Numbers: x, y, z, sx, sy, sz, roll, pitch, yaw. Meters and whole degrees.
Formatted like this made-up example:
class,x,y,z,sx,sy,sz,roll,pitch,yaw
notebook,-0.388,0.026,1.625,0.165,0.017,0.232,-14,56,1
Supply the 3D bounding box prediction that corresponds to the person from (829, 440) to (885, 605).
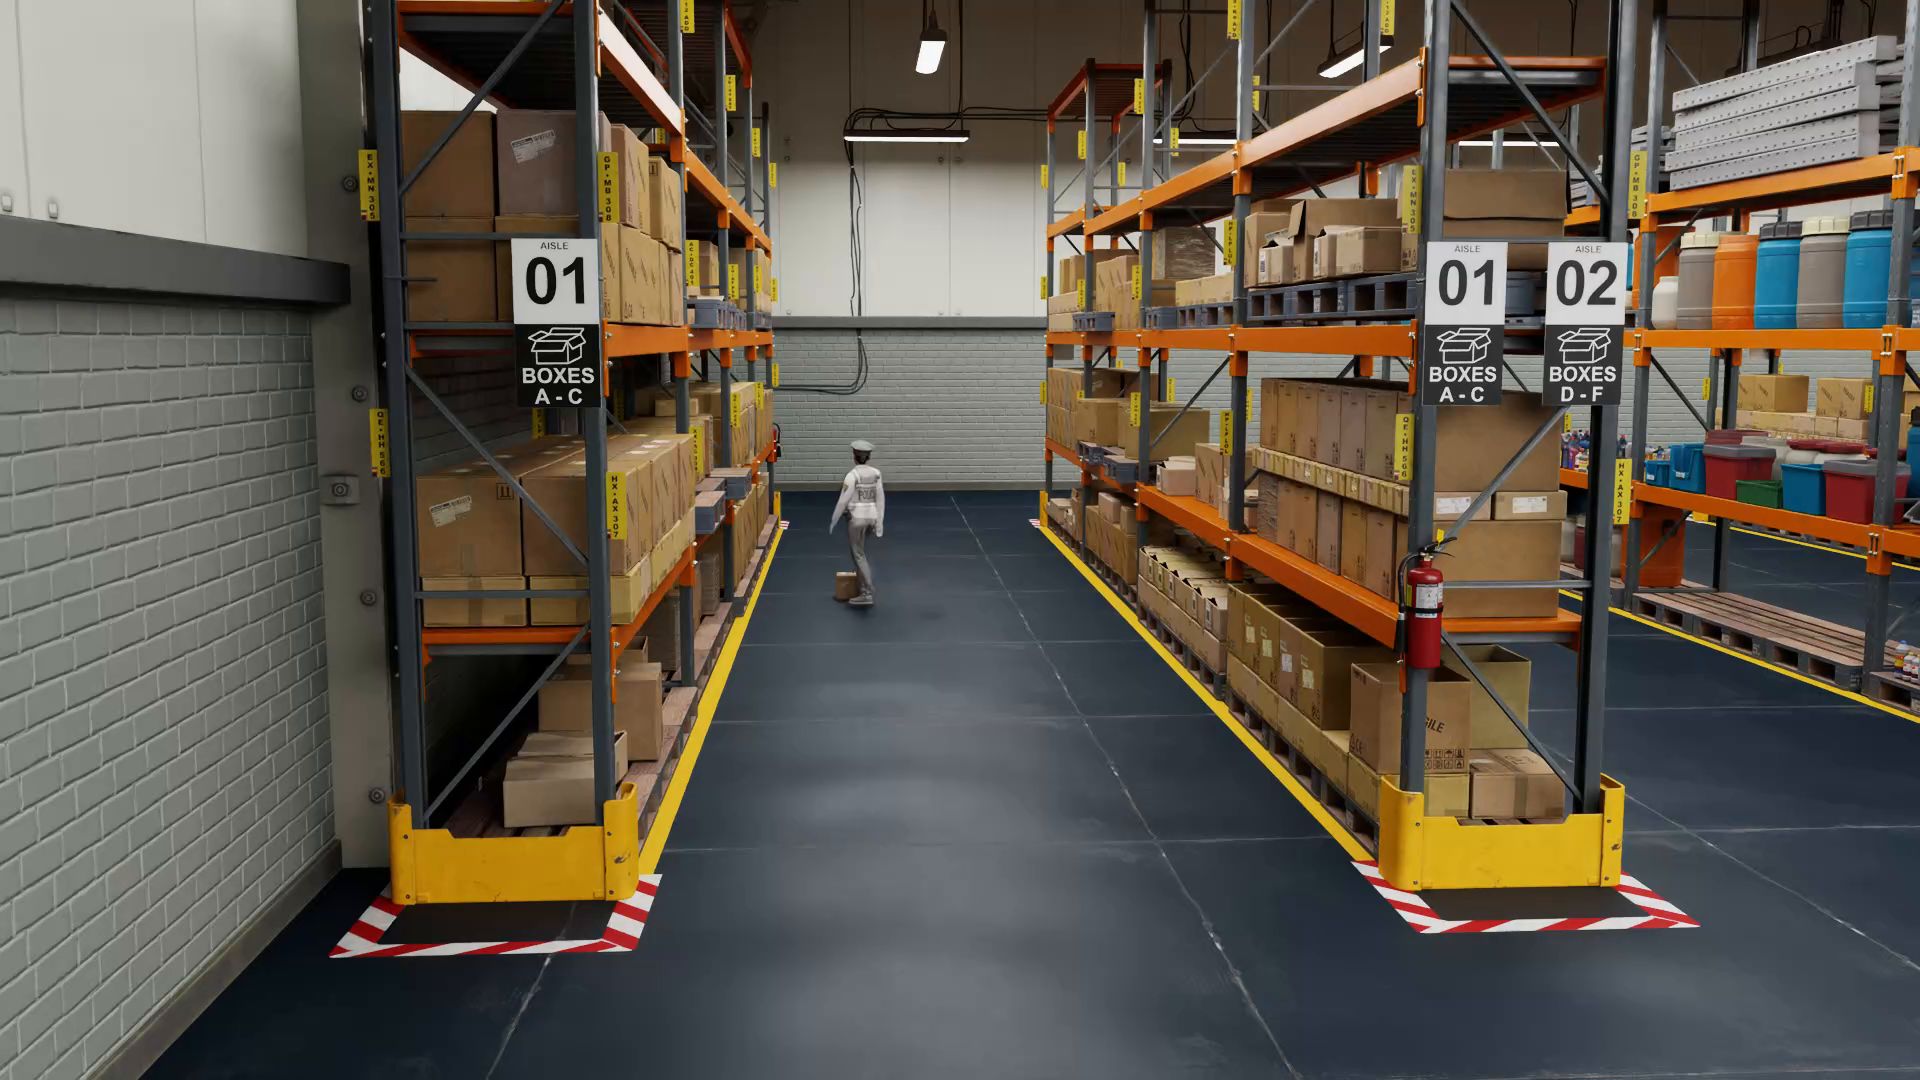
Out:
class,x,y,z,sx,sy,sz,roll,pitch,yaw
person,-1.049,-0.152,16.964,0.449,1.733,0.501,5,9,36
